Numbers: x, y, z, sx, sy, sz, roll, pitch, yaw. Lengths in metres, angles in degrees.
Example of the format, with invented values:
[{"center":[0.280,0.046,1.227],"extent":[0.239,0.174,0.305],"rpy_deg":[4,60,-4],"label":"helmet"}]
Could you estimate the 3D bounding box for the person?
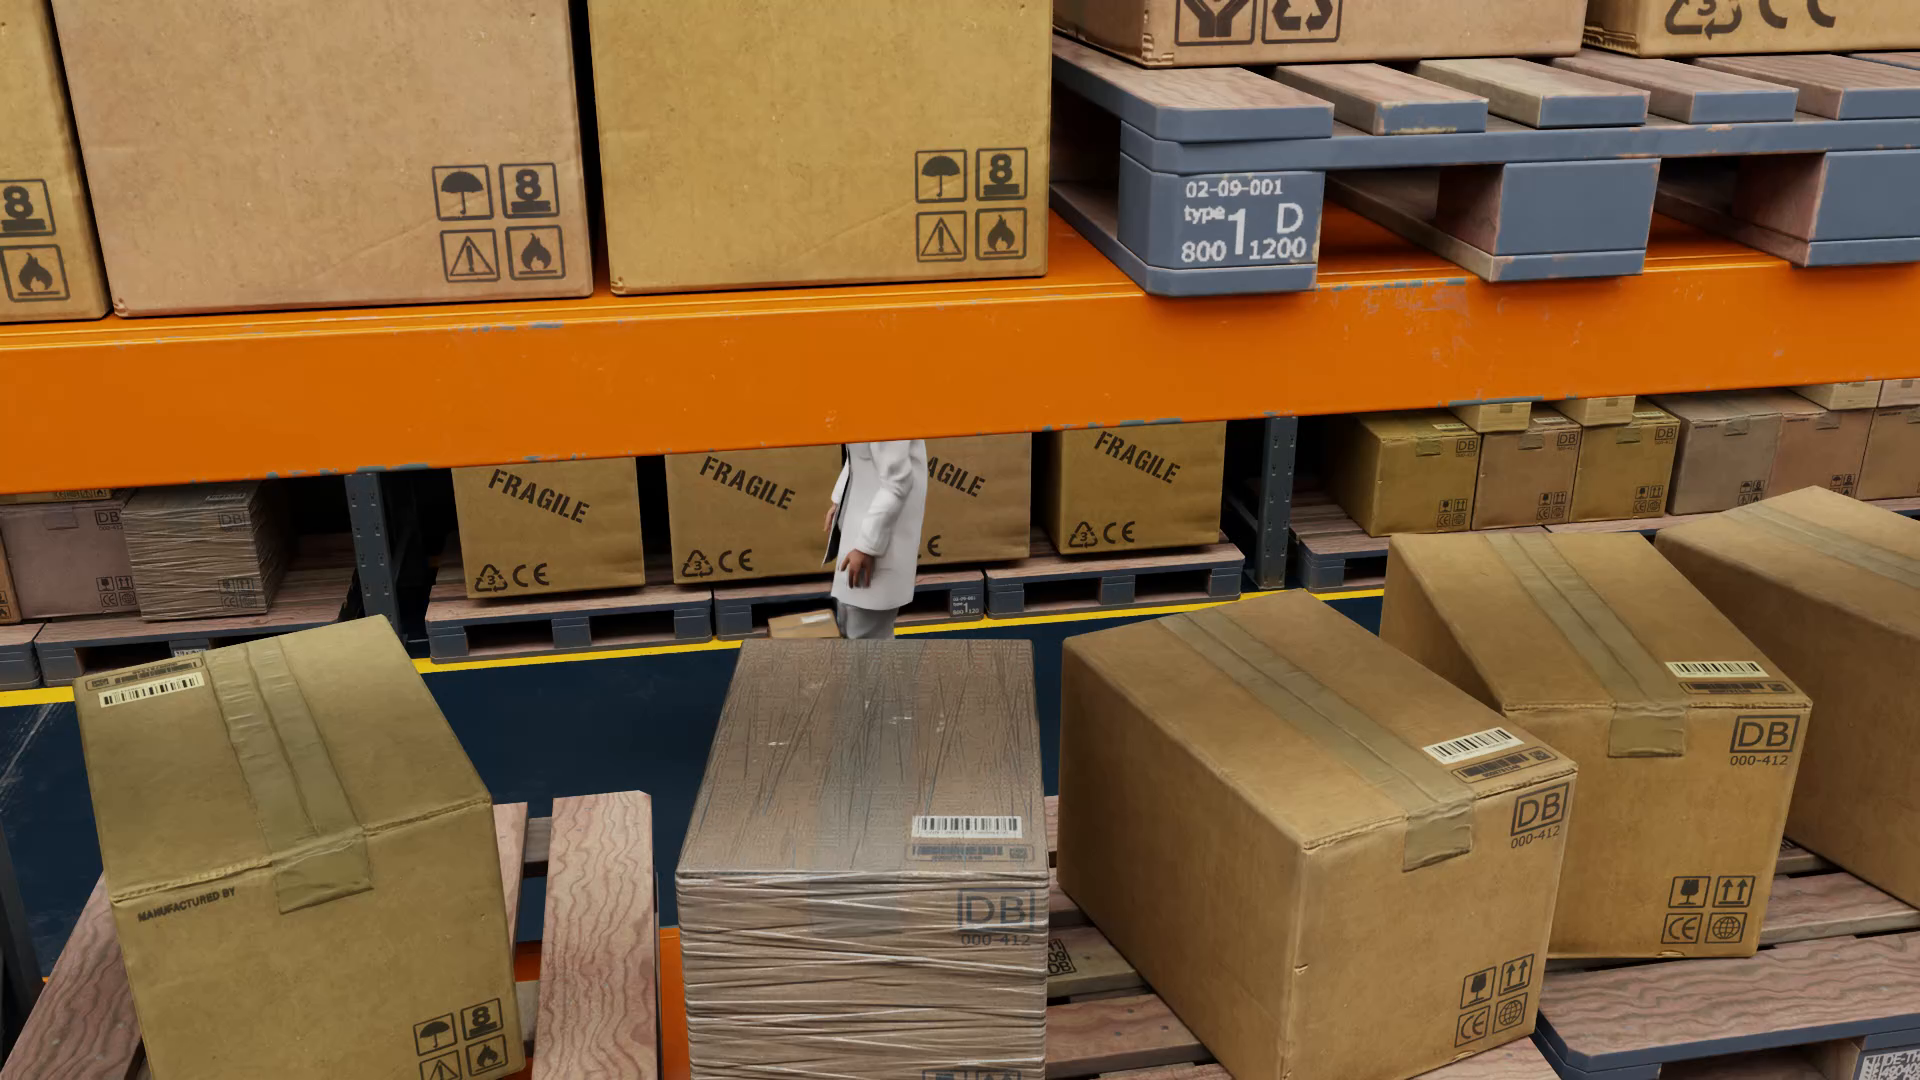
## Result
[{"center":[-0.338,-0.032,6.188],"extent":[0.424,1.776,0.596],"rpy_deg":[-5,23,-11],"label":"person"}]
